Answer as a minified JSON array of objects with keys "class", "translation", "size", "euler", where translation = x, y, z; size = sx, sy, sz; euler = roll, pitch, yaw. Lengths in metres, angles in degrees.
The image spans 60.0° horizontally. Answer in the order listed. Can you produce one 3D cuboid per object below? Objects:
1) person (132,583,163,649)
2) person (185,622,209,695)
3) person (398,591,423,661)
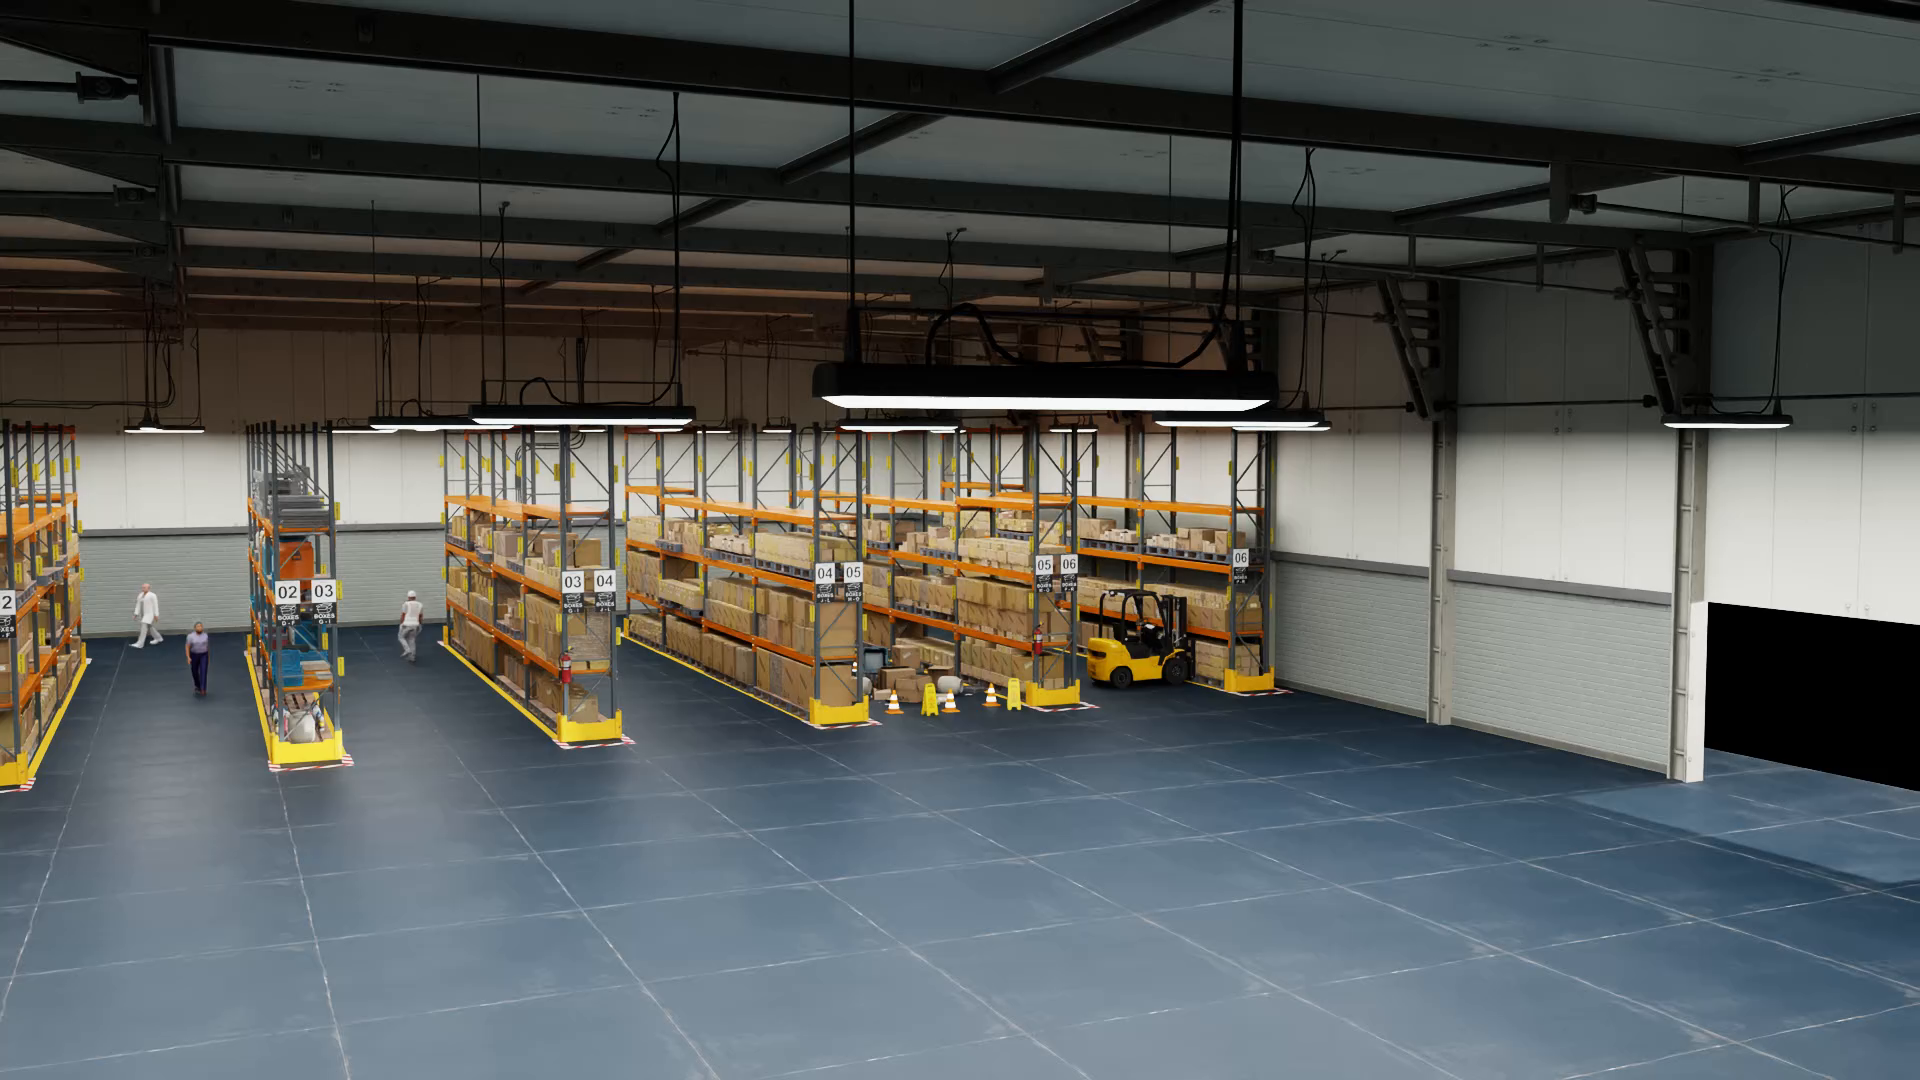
[{"class":"person","translation":[-22.030,2.043,45.046],"size":[0.592,1.747,1.128],"euler":[1,4,19]},{"class":"person","translation":[-16.881,2.611,36.798],"size":[0.459,1.589,1.007],"euler":[-1,4,-20]},{"class":"person","translation":[-13.976,2.181,42.318],"size":[0.648,1.782,0.475],"euler":[-3,5,-41]}]
